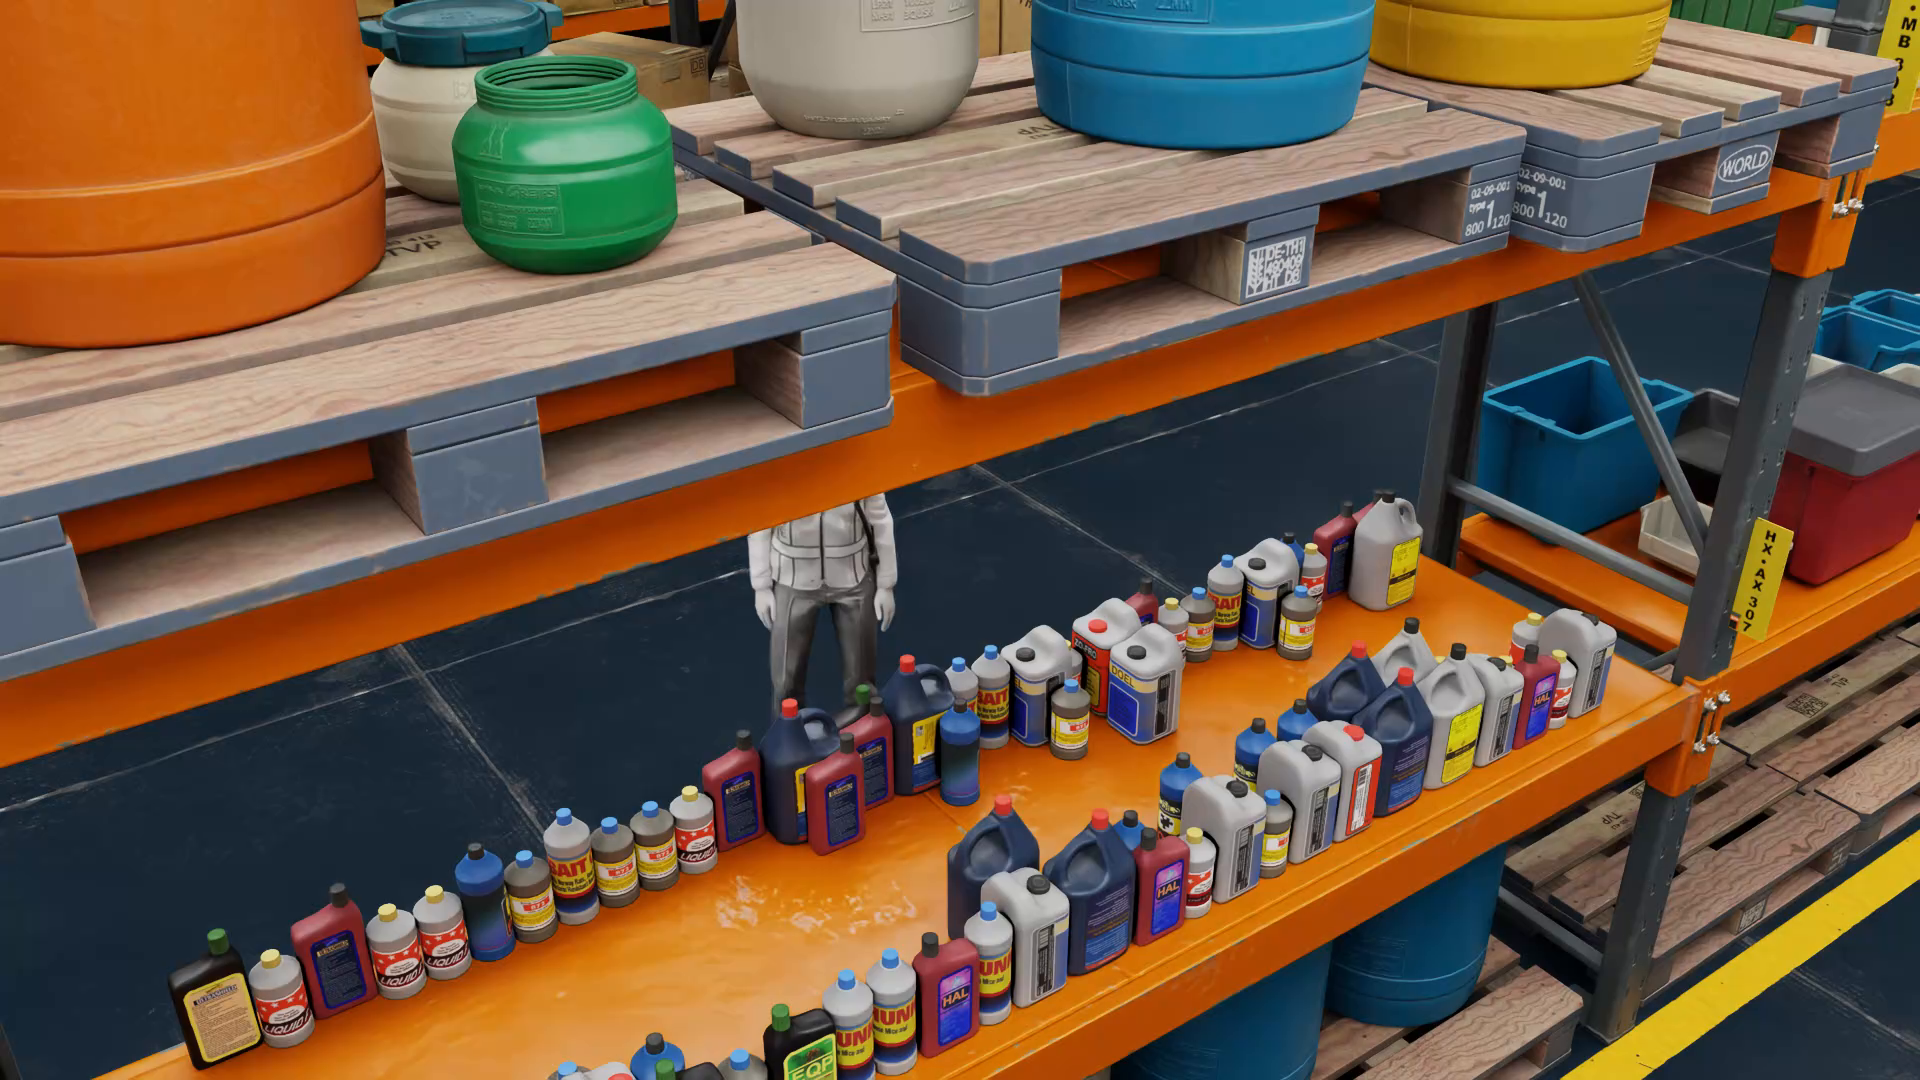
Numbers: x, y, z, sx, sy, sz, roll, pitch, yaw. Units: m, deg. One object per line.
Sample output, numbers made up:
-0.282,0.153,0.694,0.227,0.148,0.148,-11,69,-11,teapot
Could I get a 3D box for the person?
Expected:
-0.501,0.169,5.786,0.568,1.706,0.374,-3,29,-5,person
